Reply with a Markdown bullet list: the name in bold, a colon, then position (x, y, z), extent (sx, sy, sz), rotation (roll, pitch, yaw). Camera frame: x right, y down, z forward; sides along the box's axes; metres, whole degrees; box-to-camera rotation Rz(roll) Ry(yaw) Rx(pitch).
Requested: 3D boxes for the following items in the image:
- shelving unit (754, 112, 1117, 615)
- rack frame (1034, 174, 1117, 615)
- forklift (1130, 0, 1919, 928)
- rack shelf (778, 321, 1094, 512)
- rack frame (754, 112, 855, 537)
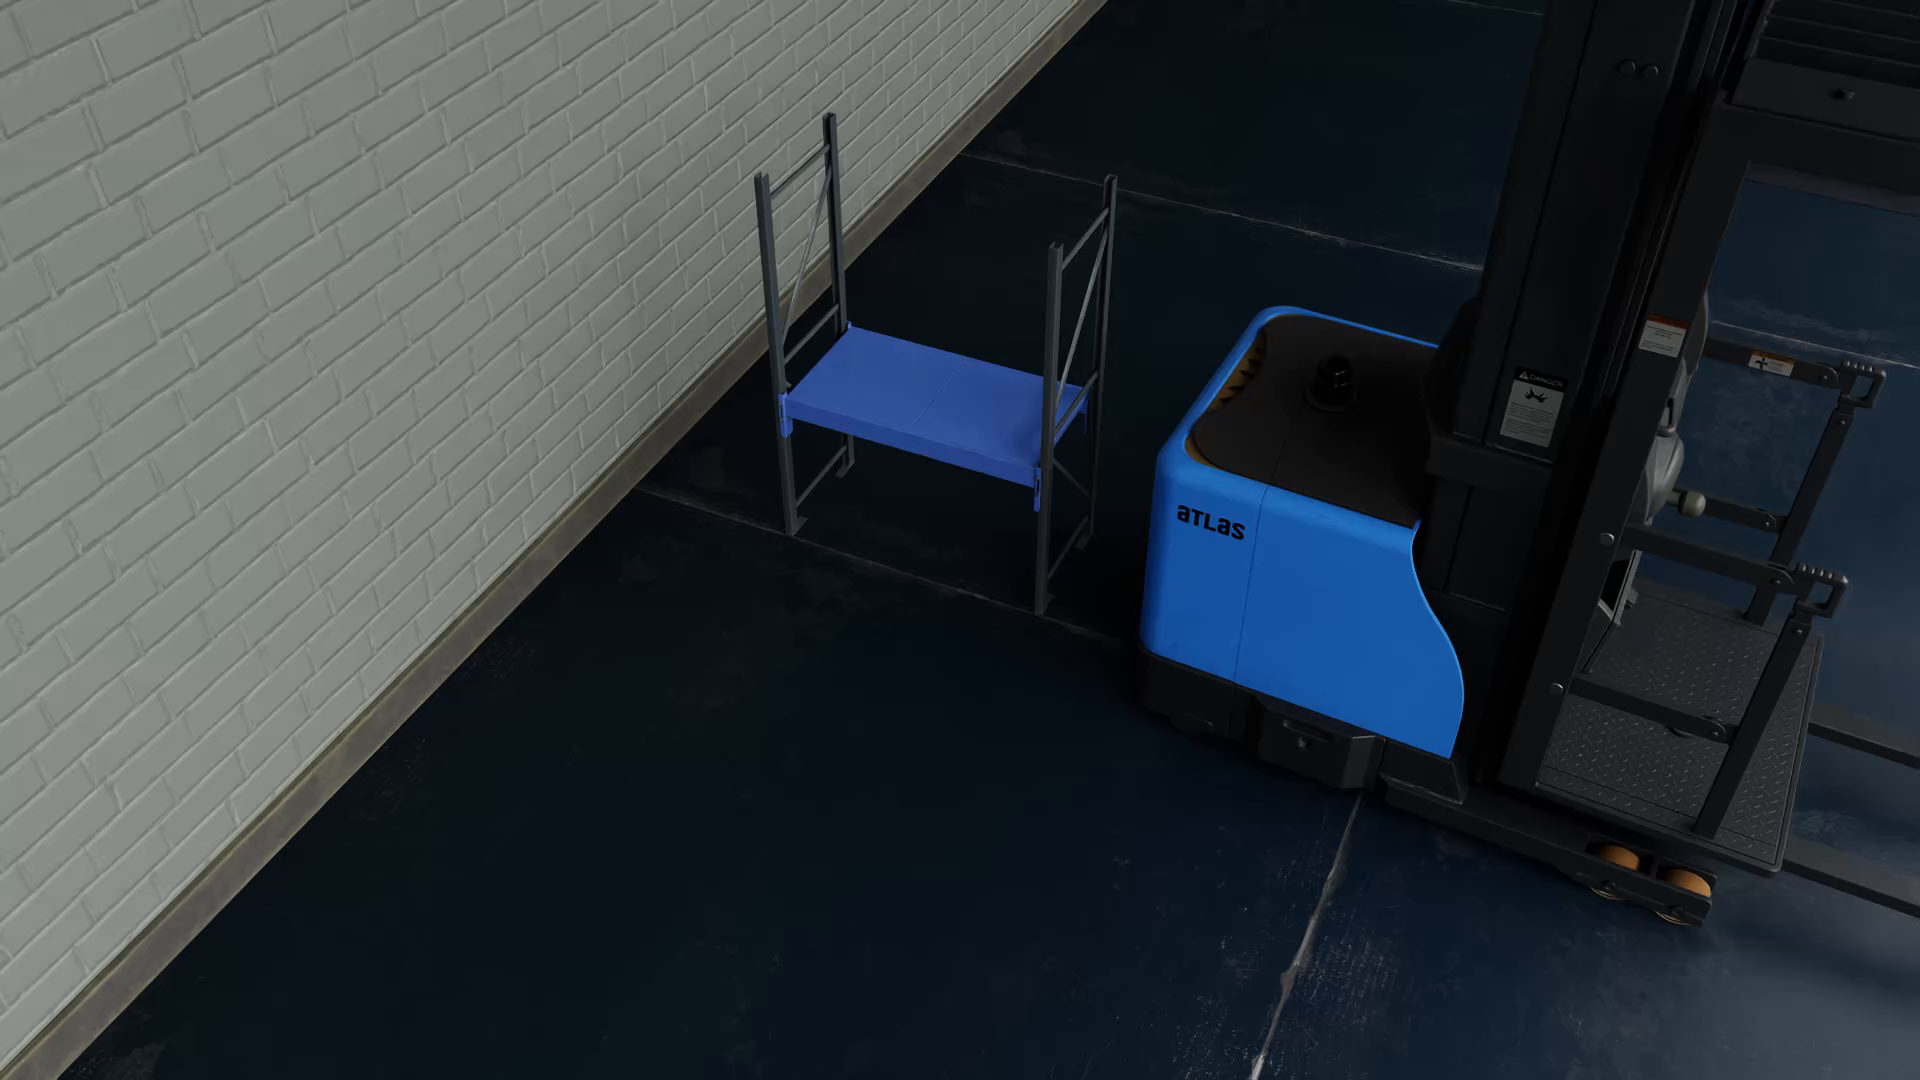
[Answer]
- **shelving unit**: position (-0.077, -0.590, 5.786), extent (1.048, 1.500, 0.538), rotation (17, 44, 19)
- **rack frame**: position (0.383, -0.450, 5.624), extent (0.032, 1.500, 0.500), rotation (17, 44, 19)
- **forklift**: position (2.115, -0.369, 4.438), extent (3.031, 2.935, 1.130), rotation (19, 44, 21)
- **rack shelf**: position (-0.077, -0.454, 5.904), extent (1.000, 0.185, 0.538), rotation (17, 44, 19)
- **rack frame**: position (-0.538, -0.731, 5.948), extent (0.032, 1.500, 0.500), rotation (17, 44, 19)
